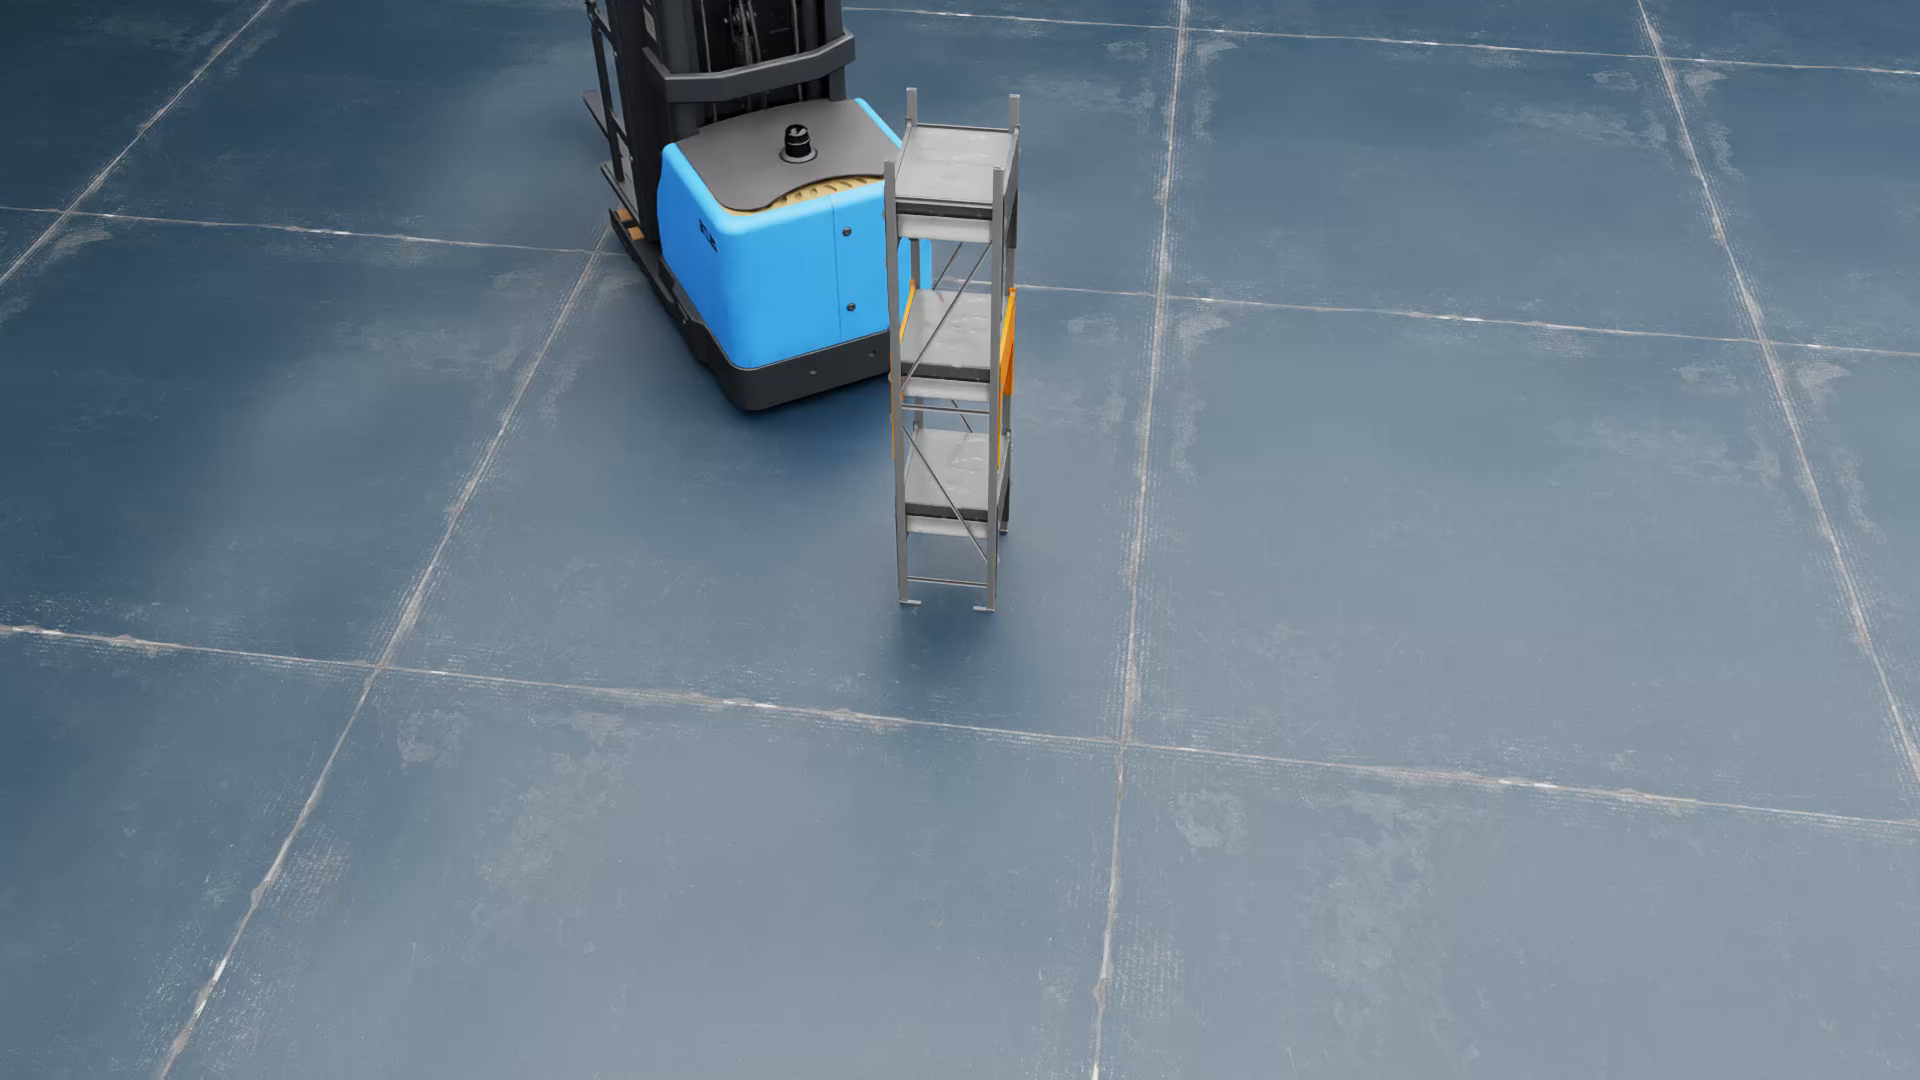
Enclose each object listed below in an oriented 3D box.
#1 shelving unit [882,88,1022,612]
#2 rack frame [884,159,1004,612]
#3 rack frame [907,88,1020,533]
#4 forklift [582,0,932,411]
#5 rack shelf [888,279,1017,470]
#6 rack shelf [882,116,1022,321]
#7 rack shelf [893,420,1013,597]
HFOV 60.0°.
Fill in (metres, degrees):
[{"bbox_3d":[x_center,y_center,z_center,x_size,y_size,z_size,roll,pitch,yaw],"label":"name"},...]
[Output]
[{"bbox_3d":[-0.022,-0.650,6.409,0.431,2.100,0.503,5,44,6],"label":"shelving unit"},{"bbox_3d":[-0.054,-0.483,6.233,0.400,2.100,0.015,5,44,6],"label":"rack frame"},{"bbox_3d":[0.010,-0.816,6.585,0.400,2.100,0.015,5,44,6],"label":"rack frame"},{"bbox_3d":[-1.224,-2.685,7.954,1.130,2.935,3.031,-19,47,-19],"label":"forklift"},{"bbox_3d":[-0.022,-0.640,6.418,0.431,0.518,0.480,5,44,6],"label":"rack shelf"},{"bbox_3d":[-0.022,-1.148,5.937,0.431,0.518,0.480,5,44,6],"label":"rack shelf"},{"bbox_3d":[-0.022,-0.131,6.900,0.431,0.518,0.480,5,44,6],"label":"rack shelf"}]
